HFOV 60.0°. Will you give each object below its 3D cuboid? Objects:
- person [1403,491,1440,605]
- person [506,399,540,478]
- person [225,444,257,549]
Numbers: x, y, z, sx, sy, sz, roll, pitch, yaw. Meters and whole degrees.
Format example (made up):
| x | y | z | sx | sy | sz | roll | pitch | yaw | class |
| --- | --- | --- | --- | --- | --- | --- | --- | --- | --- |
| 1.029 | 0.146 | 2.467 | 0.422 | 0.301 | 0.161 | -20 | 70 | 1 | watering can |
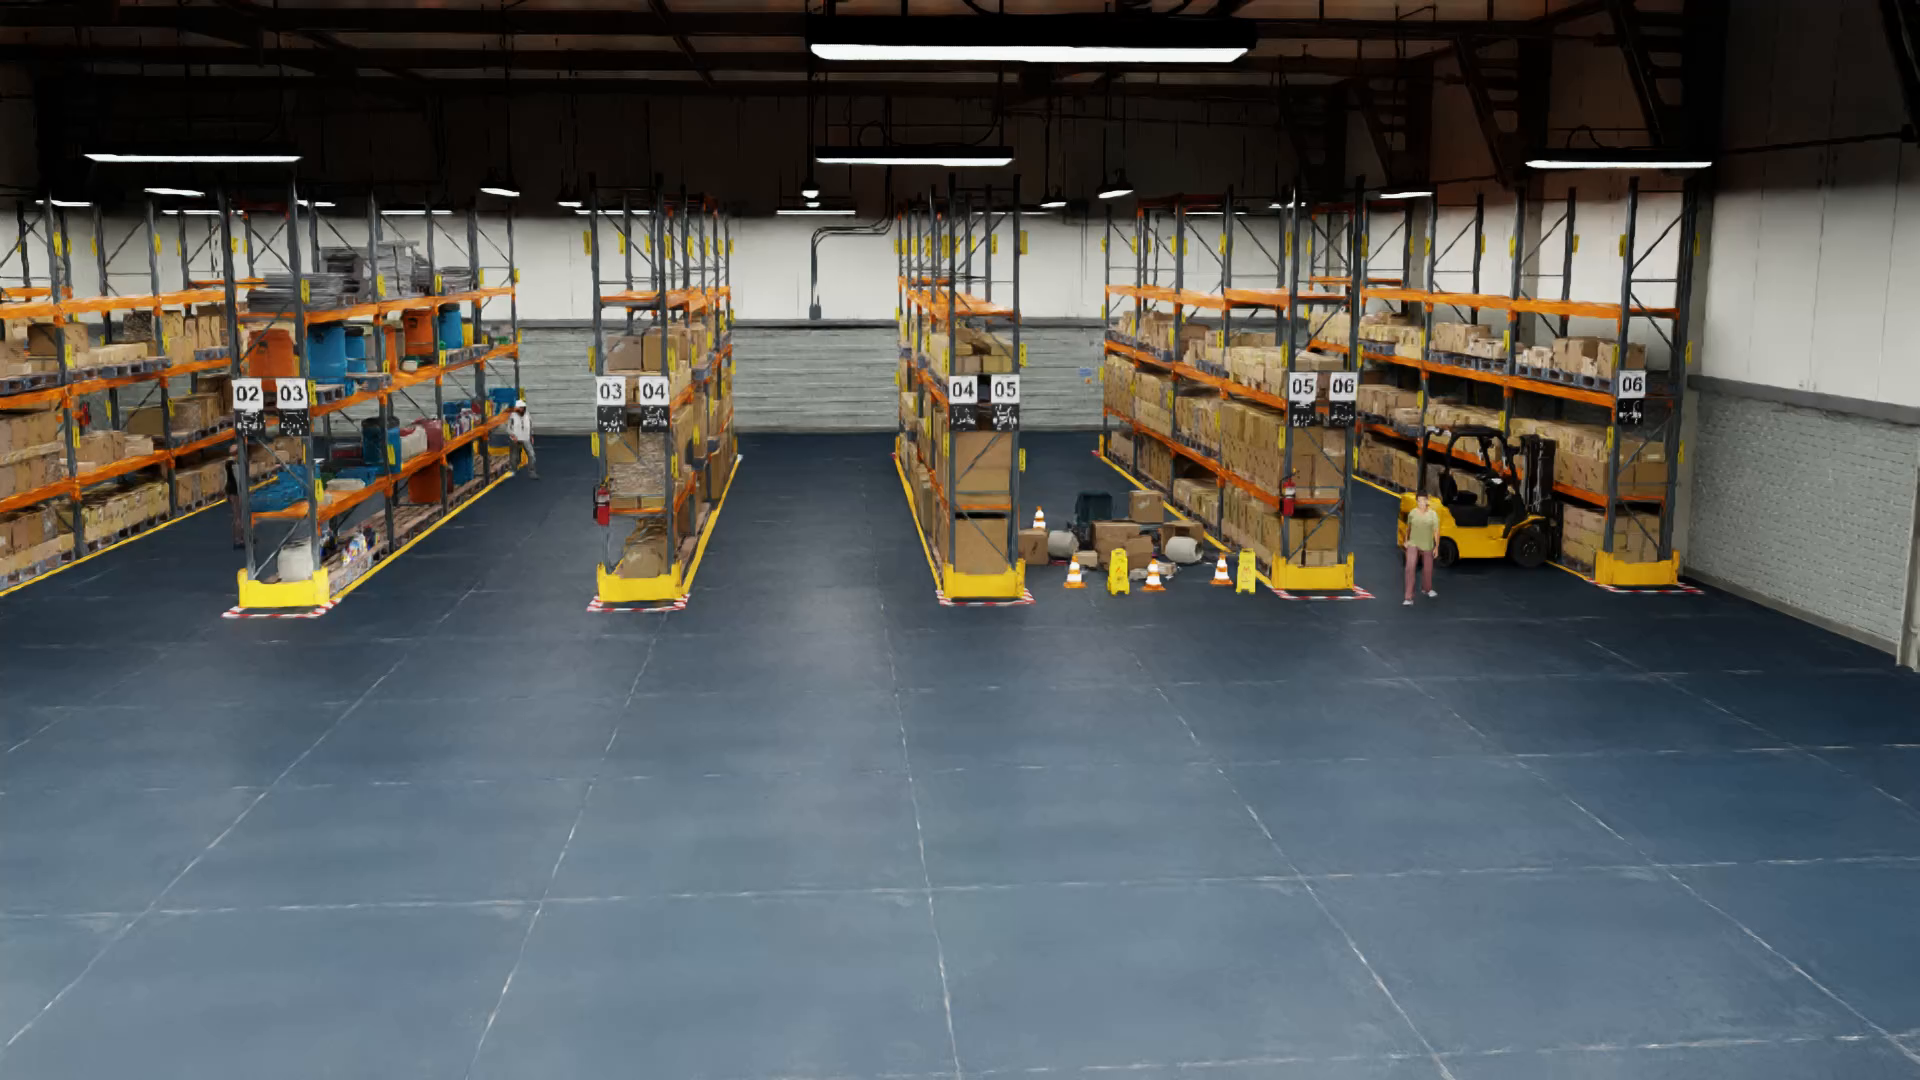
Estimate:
| x | y | z | sx | sy | sz | roll | pitch | yaw | class |
| --- | --- | --- | --- | --- | --- | --- | --- | --- | --- |
| 6.549 | 0.098 | 23.574 | 0.488 | 1.590 | 0.957 | 3 | 10 | 17 | person |
| -9.579 | -2.212 | 36.215 | 0.641 | 1.722 | 0.754 | -6 | 12 | -30 | person |
| -12.040 | -0.649 | 27.876 | 0.463 | 1.539 | 0.601 | -7 | 12 | -34 | person |
